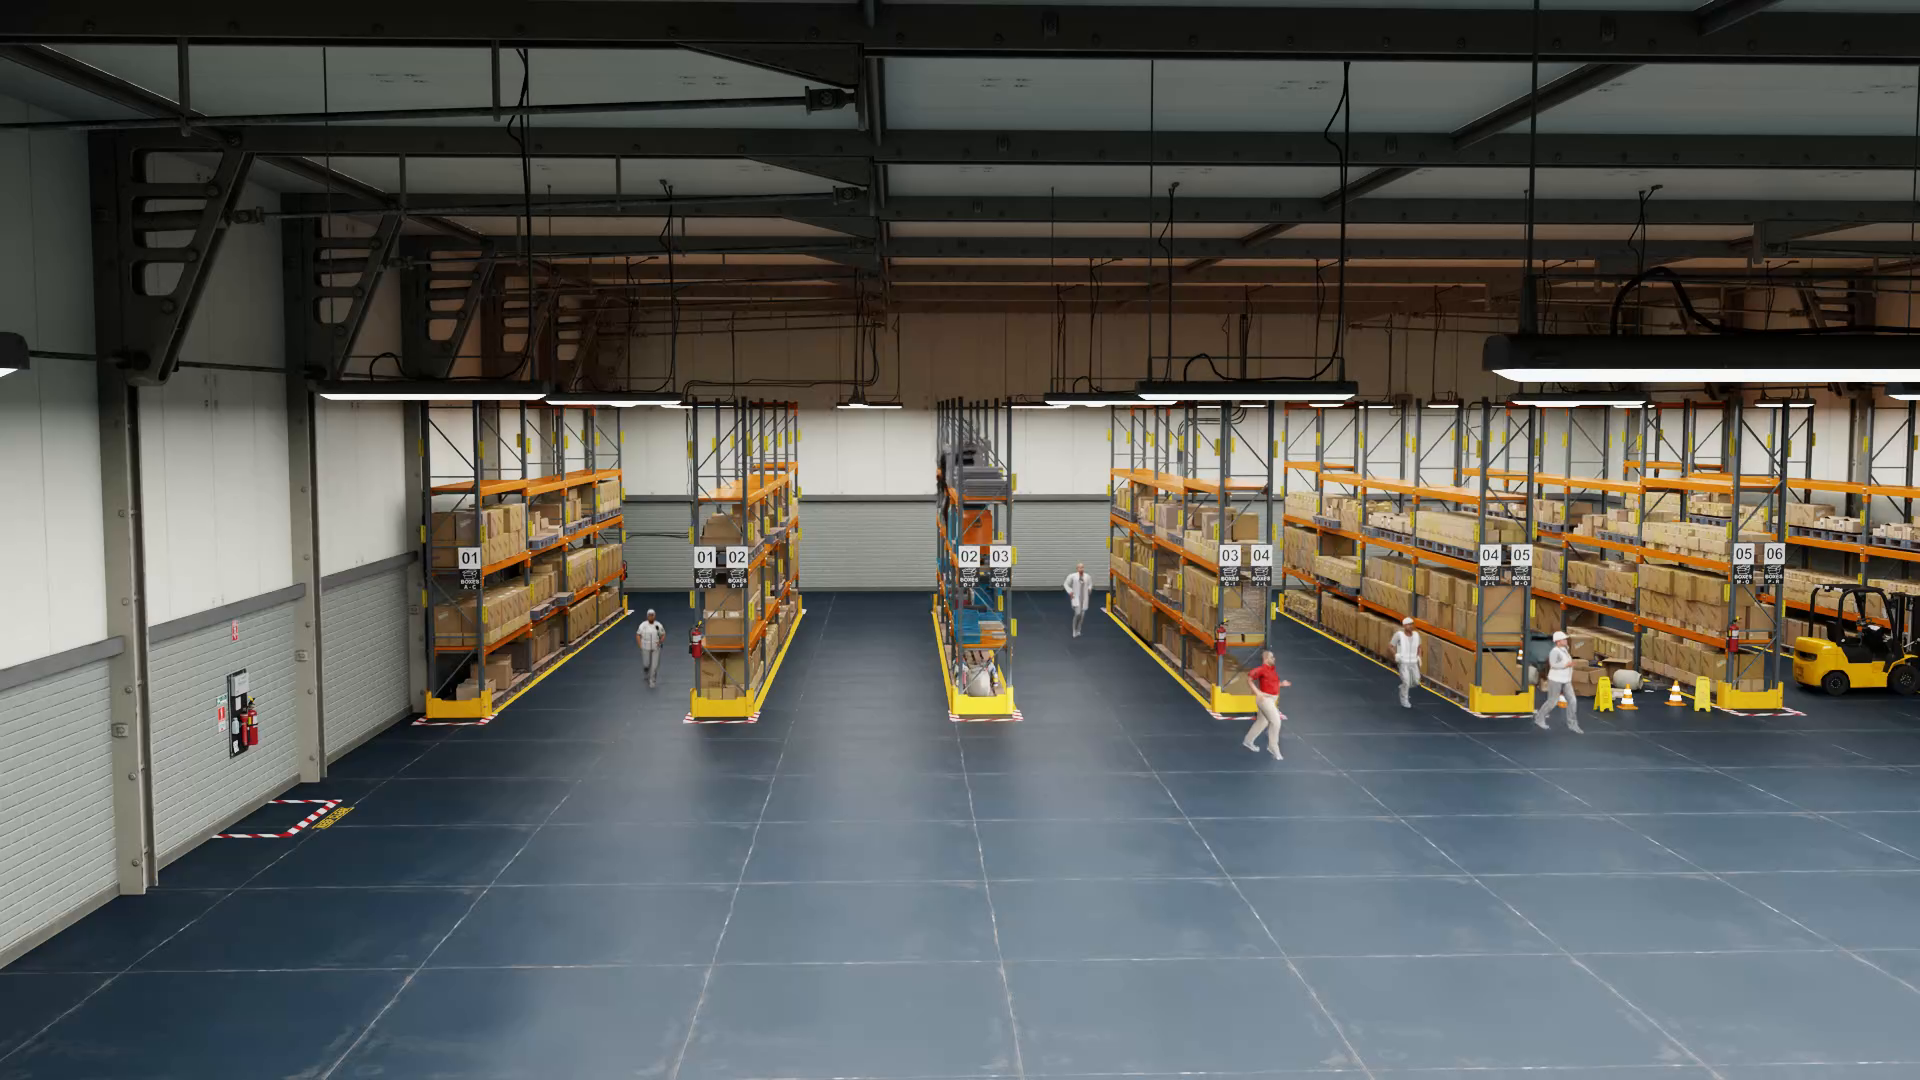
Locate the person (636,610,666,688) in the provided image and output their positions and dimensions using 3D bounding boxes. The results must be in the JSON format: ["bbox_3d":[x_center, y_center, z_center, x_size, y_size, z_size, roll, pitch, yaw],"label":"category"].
[{"bbox_3d":[-6.400,2.255,34.476,0.607,1.614,0.551,-1,5,-12],"label":"person"}]

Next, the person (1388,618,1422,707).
[{"bbox_3d":[8.659,2.364,32.318,0.701,1.740,0.617,-1,5,-12],"label":"person"}]

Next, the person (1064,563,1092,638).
[{"bbox_3d":[2.905,1.468,40.231,0.680,1.809,0.694,-1,5,-15],"label":"person"}]

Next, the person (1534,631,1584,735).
[{"bbox_3d":[10.669,2.527,29.578,0.656,1.813,0.829,-4,6,-42],"label":"person"}]

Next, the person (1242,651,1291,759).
[{"bbox_3d":[5.094,2.739,27.683,0.813,1.801,0.642,2,5,25],"label":"person"}]
